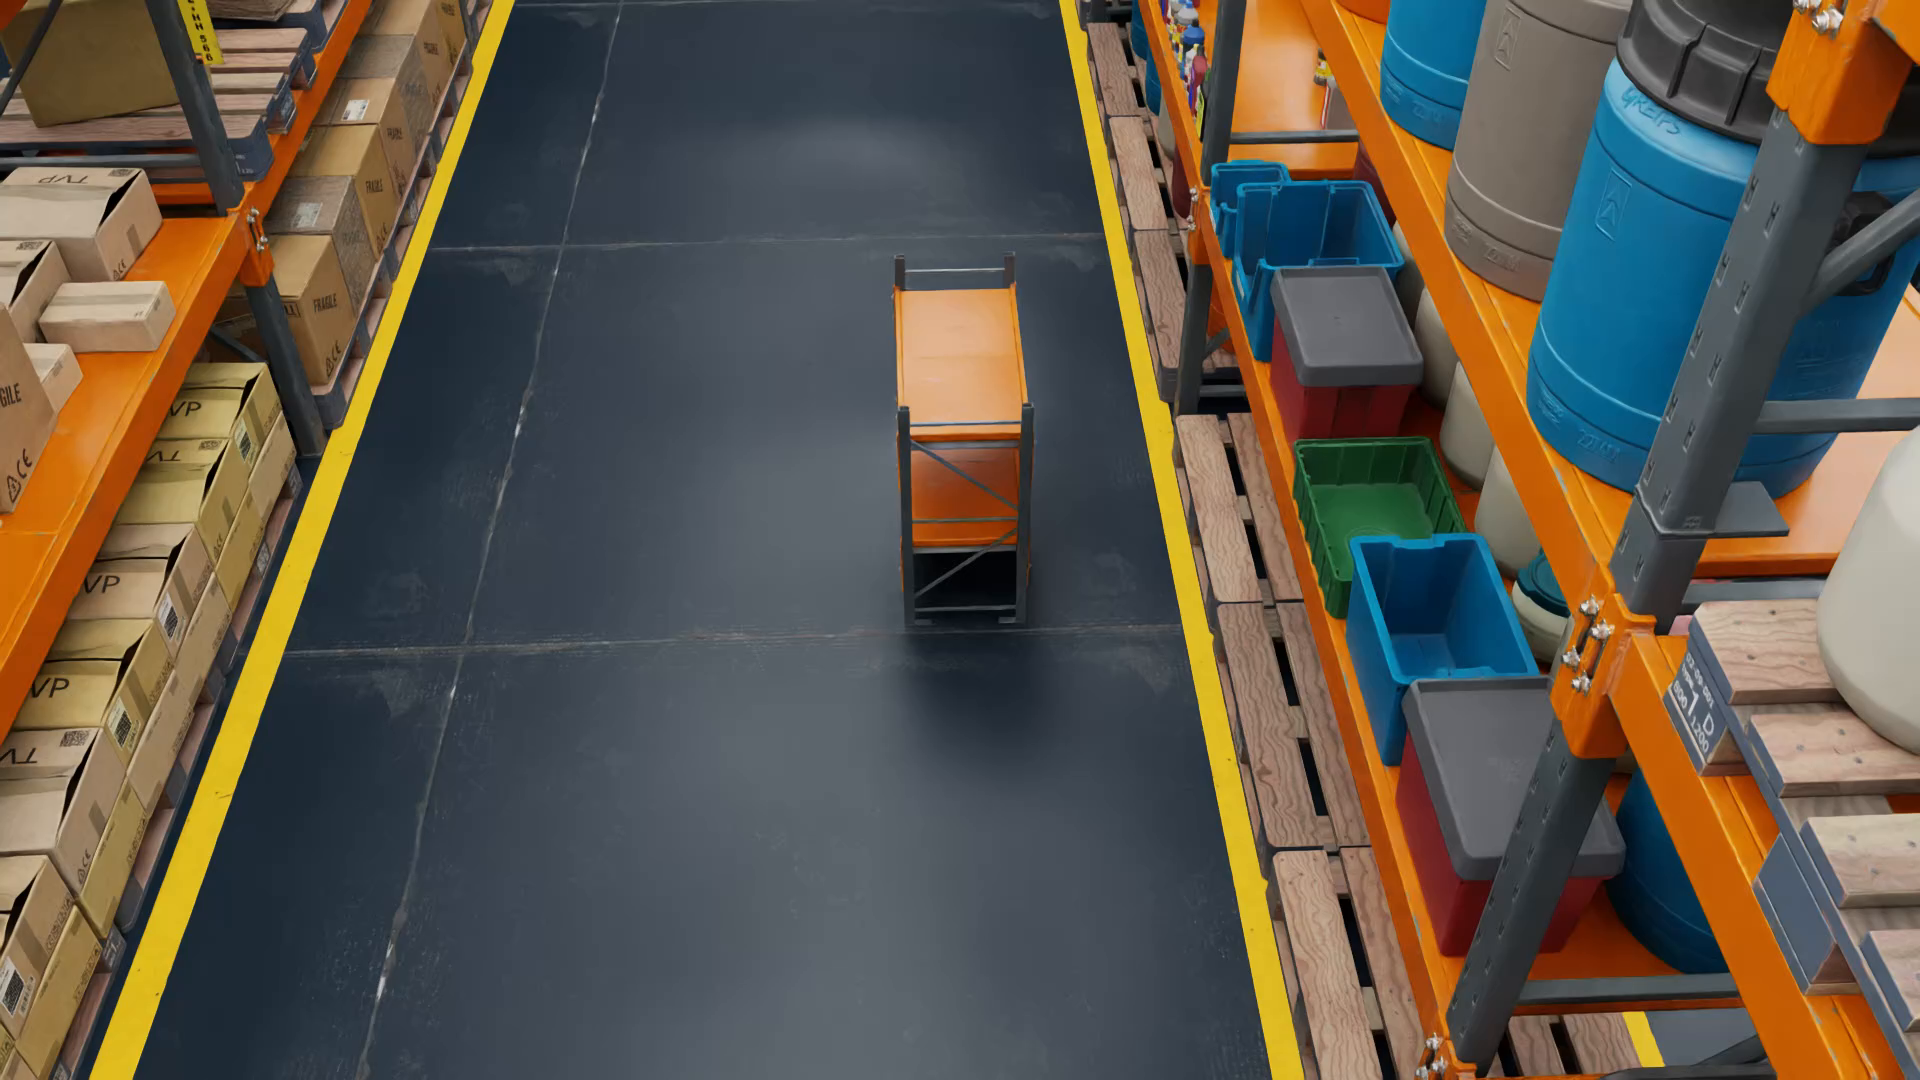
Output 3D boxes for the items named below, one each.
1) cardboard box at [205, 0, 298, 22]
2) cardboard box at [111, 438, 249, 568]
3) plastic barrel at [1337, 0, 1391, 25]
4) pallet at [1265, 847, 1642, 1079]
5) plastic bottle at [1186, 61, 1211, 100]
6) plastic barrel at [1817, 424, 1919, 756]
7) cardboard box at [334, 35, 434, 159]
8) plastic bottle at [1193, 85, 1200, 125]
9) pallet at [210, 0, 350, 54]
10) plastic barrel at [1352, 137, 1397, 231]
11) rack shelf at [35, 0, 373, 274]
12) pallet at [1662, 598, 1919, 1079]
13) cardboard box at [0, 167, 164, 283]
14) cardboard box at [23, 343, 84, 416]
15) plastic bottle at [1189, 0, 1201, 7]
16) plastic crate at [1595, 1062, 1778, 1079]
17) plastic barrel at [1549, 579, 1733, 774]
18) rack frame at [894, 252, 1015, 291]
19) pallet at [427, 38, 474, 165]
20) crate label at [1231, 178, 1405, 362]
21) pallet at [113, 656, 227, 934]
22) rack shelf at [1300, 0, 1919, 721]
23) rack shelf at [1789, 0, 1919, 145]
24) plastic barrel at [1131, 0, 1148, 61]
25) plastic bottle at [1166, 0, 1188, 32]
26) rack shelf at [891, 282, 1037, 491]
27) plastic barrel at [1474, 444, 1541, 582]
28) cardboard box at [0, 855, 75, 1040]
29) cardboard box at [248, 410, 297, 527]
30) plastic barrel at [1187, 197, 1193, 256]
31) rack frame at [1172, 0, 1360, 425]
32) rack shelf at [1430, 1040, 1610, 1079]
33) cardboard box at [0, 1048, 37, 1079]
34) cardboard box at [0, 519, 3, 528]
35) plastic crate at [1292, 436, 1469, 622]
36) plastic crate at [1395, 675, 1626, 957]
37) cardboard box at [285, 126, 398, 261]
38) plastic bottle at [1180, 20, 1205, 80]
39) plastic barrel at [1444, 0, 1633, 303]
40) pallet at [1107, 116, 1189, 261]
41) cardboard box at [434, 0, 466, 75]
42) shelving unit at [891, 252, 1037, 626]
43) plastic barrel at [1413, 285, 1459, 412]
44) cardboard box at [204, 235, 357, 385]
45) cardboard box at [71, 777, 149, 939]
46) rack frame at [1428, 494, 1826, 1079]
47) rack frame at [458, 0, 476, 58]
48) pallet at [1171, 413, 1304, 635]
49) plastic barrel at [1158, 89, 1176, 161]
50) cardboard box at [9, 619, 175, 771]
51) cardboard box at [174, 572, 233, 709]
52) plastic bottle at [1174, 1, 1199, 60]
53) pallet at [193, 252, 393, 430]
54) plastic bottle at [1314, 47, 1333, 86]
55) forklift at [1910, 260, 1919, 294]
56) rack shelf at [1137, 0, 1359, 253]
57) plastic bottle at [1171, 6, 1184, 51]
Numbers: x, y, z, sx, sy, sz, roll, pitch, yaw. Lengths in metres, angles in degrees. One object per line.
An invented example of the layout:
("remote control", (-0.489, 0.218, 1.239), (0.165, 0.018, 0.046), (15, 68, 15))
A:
("cardboard box", (-3.429, -2.748, 7.643), (0.700, 0.500, 0.500), (6, 43, 6))
("cardboard box", (-3.145, -0.162, 6.516), (0.500, 0.311, 0.500), (-2, 43, -2))
("plastic barrel", (1.353, -1.913, 4.579), (0.600, 0.830, 0.708), (-2, 43, -2))
("pallet", (1.605, 1.548, 5.405), (1.003, 0.211, 1.213), (-2, 43, -2))
("plastic bottle", (1.067, -2.073, 7.439), (0.097, 0.201, 0.097), (0, 43, 0))
("plastic barrel", (1.499, 0.044, 2.369), (0.421, 0.512, 0.421), (0, 43, 0))
("cardboard box", (-3.271, -2.455, 9.233), (0.500, 0.500, 0.500), (-1, 43, -1))
("plastic bottle", (1.077, -1.917, 7.269), (0.097, 0.201, 0.097), (0, 43, 0))
("pallet", (-3.529, -2.754, 8.176), (1.003, 0.211, 1.213), (-2, 43, -2))
("plastic barrel", (1.830, -1.397, 6.453), (0.600, 0.536, 0.708), (-2, 43, -2))
("rack shelf", (-3.527, -2.597, 8.395), (1.077, 0.370, 4.000), (-2, 43, -2))
("pallet", (1.805, 0.497, 2.407), (1.213, 0.211, 1.003), (-2, 43, -2))
("cardboard box", (-3.470, -1.232, 6.440), (0.500, 0.311, 0.500), (1, 43, 1))
("cardboard box", (-3.331, -0.560, 5.827), (0.380, 0.149, 0.250), (1, 43, 1))
("plastic bottle", (1.152, -2.770, 8.138), (0.061, 0.283, 0.133), (-2, 43, -2))
("plastic crate", (1.572, 1.429, 3.517), (0.767, 0.338, 0.504), (-2, 43, -2))
("plastic barrel", (1.856, 0.347, 4.551), (0.433, 0.535, 0.433), (0, 43, 0))
("rack frame", (-0.022, -0.762, 7.249), (0.500, 1.125, 0.032), (-2, 43, -2))
("pallet", (-3.539, -2.636, 9.970), (1.003, 0.211, 1.213), (-2, 43, -2))
("crate label", (1.279, -0.986, 6.079), (0.502, 0.435, 0.616), (-2, 43, -2))
("pallet", (-3.397, 0.895, 6.117), (1.003, 0.211, 1.213), (-2, 43, -2))
("rack shelf", (1.592, -1.142, 4.588), (1.077, 0.370, 4.000), (-2, 43, -2))
("rack shelf", (1.762, 0.601, 0.764), (1.077, 0.370, 4.000), (-2, 43, -2))
("plastic barrel", (1.344, -3.365, 9.943), (0.600, 0.901, 0.708), (-2, 43, -2))
("plastic bottle", (1.039, -2.533, 7.941), (0.097, 0.201, 0.097), (0, 43, 0))
("rack shelf", (0.000, -0.635, 6.677), (0.538, 0.278, 1.000), (-2, 43, -2))
("plastic barrel", (1.825, -0.148, 5.091), (0.433, 0.535, 0.433), (0, 43, 0))
("cardboard box", (-3.057, 1.217, 5.012), (0.500, 0.311, 0.500), (-2, 43, -2))
("cardboard box", (-3.176, -0.305, 7.086), (0.500, 0.250, 0.500), (-1, 43, -1))
("plastic barrel", (1.356, -1.597, 8.303), (0.421, 0.512, 0.421), (0, 43, 0))
("rack frame", (1.507, -1.651, 6.831), (1.000, 3.000, 0.127), (-2, 43, -2))
("rack shelf", (1.762, 2.665, 2.656), (1.077, 0.370, 4.000), (-2, 43, -2))
("cardboard box", (-3.041, 1.768, 4.825), (0.500, 0.250, 0.500), (-3, 43, -3))
("cardboard box", (-3.332, -0.061, 5.022), (0.500, 0.500, 0.500), (-2, 43, -2))
("plastic crate", (1.321, -0.040, 5.231), (0.450, 0.188, 0.662), (-2, 43, -2))
("plastic crate", (1.351, 0.708, 4.211), (0.402, 0.464, 0.583), (-2, 43, -2))
("cardboard box", (-3.220, -1.760, 8.474), (0.500, 0.500, 0.500), (-2, 43, -2))
("plastic bottle", (1.059, -2.230, 7.558), (0.097, 0.271, 0.097), (0, 43, 0))
("plastic barrel", (1.411, -1.020, 3.552), (0.600, 0.901, 0.600), (0, 43, 0))
("pallet", (1.383, -1.976, 9.249), (1.003, 0.211, 1.213), (-2, 43, -2))
("cardboard box", (-3.304, -3.128, 9.967), (0.500, 0.500, 0.500), (-2, 43, -2))
("shelving unit", (0.000, -0.419, 6.875), (0.538, 1.125, 1.048), (-2, 43, -2))
("plastic barrel", (1.782, -0.720, 5.732), (0.421, 0.512, 0.421), (0, 43, 0))
("cardboard box", (-3.176, -1.068, 7.719), (0.500, 0.500, 0.500), (0, 43, 0))
("cardboard box", (-3.087, 1.073, 5.583), (0.500, 0.250, 0.500), (-3, 43, -3))
("rack frame", (1.677, 1.049, 3.885), (1.000, 3.000, 0.127), (-2, 43, -2))
("rack frame", (-3.612, -4.212, 9.625), (1.000, 3.000, 0.127), (-2, 43, -2))
("pallet", (1.501, -0.099, 7.202), (1.003, 0.211, 1.213), (-2, 43, -2))
("plastic barrel", (1.308, -2.360, 9.135), (0.421, 0.512, 0.421), (0, 43, 0))
("cardboard box", (-3.107, 0.517, 5.775), (0.500, 0.311, 0.500), (-1, 43, -1))
("cardboard box", (-3.132, 0.383, 6.336), (0.500, 0.250, 0.500), (-1, 43, -1))
("plastic bottle", (1.051, -2.362, 7.702), (0.097, 0.271, 0.097), (0, 43, 0))
("pallet", (-3.436, -0.989, 8.172), (1.003, 0.211, 1.213), (-2, 43, -2))
("plastic bottle", (1.668, -2.176, 7.551), (0.097, 0.201, 0.097), (0, 43, 0))
("forklift", (3.735, -1.405, 6.614), (3.031, 2.935, 1.130), (-5, 43, -5))
("rack shelf", (1.422, -2.736, 8.548), (1.077, 0.370, 4.000), (-2, 43, -2))
("plastic bottle", (1.047, -2.402, 7.797), (0.097, 0.201, 0.097), (0, 43, 0))
